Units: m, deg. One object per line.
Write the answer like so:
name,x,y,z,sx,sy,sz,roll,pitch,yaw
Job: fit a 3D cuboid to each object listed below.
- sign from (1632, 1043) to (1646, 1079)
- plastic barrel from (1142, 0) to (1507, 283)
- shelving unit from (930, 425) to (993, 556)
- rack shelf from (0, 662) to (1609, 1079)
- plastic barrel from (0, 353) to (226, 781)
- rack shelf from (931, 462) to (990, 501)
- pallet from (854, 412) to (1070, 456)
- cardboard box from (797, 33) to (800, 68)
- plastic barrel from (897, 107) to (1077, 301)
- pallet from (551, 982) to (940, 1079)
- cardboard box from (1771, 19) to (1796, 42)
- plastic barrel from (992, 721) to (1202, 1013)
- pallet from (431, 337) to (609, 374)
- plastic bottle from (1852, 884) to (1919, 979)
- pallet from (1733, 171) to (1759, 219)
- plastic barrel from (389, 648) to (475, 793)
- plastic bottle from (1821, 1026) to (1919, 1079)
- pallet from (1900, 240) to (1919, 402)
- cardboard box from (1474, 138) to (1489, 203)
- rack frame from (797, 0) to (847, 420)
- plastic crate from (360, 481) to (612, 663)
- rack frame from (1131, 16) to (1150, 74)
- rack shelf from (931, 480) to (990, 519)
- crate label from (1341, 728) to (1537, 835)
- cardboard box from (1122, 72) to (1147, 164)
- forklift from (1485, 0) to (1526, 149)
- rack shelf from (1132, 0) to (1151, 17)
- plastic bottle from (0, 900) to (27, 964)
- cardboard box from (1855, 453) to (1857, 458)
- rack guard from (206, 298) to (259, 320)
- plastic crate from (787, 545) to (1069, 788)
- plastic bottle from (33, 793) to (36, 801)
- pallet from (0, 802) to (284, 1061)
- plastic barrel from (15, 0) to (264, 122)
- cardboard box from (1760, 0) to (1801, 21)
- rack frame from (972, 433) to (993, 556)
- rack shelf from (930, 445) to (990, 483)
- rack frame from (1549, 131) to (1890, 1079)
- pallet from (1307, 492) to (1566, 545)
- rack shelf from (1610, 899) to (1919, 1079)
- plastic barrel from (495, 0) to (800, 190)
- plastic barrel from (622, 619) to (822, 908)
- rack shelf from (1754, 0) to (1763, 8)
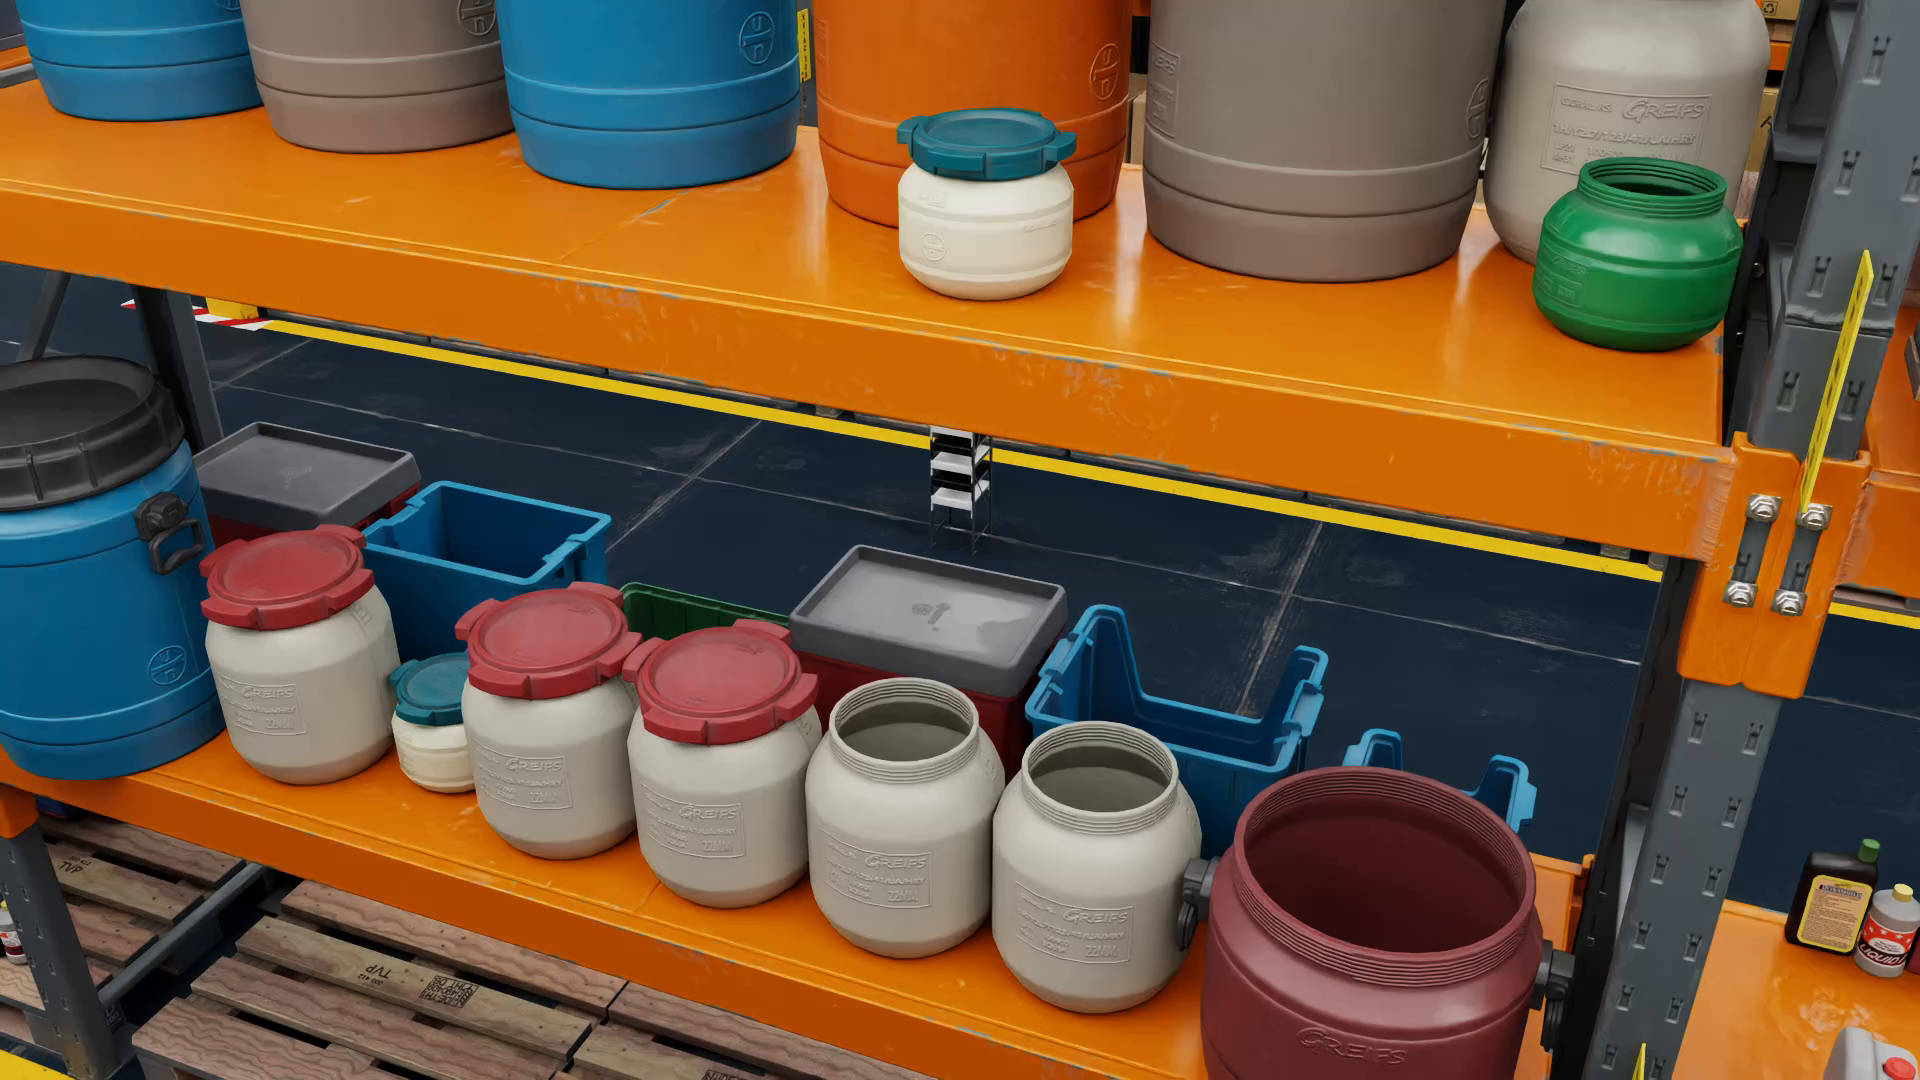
sign,1.109,0.992,2.781,0.005,0.325,0.100,11,31,19
plastic barrel,0.630,-0.964,2.849,0.600,0.901,0.600,0,29,0
shelving unit,0.008,-0.390,7.526,0.210,0.900,0.258,11,31,19
rack shelf,-0.544,0.754,4.099,4.000,0.370,1.077,11,31,19
plastic barrel,-2.153,0.062,4.082,0.708,0.901,0.600,11,31,19
rack shelf,0.008,-0.283,7.587,0.200,0.077,0.258,11,31,19
pallet,0.166,-0.855,9.047,1.213,0.211,1.003,11,31,19
cardboard box,-0.864,-2.466,8.303,0.250,0.149,0.380,11,31,19
plastic barrel,0.043,-0.564,2.791,0.301,0.262,0.301,0,29,0
pallet,-0.521,1.637,4.639,1.213,0.211,1.003,11,31,19
cardboard box,5.482,-3.389,10.932,0.250,0.149,0.380,12,32,20
plastic barrel,0.276,0.669,3.404,0.421,0.512,0.421,0,29,0
pallet,-2.387,-1.364,9.949,1.213,0.211,1.003,11,31,19
plastic bottle,1.945,0.807,3.475,0.097,0.201,0.097,0,29,0
pallet,3.830,-1.270,7.144,1.003,0.211,1.213,11,31,19
plastic barrel,-1.228,0.446,4.053,0.301,0.262,0.301,0,29,0
plastic bottle,1.646,1.023,3.018,0.135,0.276,0.152,11,31,19
pallet,1.981,-0.227,2.246,1.213,0.211,1.003,11,31,19
cardboard box,2.419,-1.662,7.733,0.500,0.311,0.500,11,31,19
rack frame,-0.531,-2.187,8.571,0.127,3.000,1.000,11,31,19
plastic crate,-1.258,0.140,4.470,0.575,0.384,0.392,11,31,19
rack frame,1.328,-4.446,12.568,0.127,3.000,1.000,11,31,19
rack shelf,0.008,-0.205,7.631,0.200,0.077,0.258,11,31,19
crate label,1.060,0.635,3.748,0.416,0.233,0.303,11,31,19
cardboard box,0.662,-1.984,8.109,0.500,0.500,0.500,14,32,23
forklift,3.121,-2.626,9.418,3.031,2.935,1.130,-15,33,-25
rack shelf,3.181,-3.763,12.091,4.000,0.370,1.077,11,31,19
plastic bottle,-2.851,1.172,5.024,0.097,0.201,0.097,0,29,0
cardboard box,3.977,-0.242,7.222,0.500,0.500,0.500,10,31,17
rack guard,-4.260,-1.843,10.503,0.348,0.500,1.175,11,31,19
plastic crate,-0.073,0.345,4.027,0.583,0.464,0.402,11,31,19
plastic bottle,-3.169,0.757,5.688,0.097,0.271,0.097,0,29,0
pallet,-3.004,1.142,5.516,1.213,0.211,1.003,11,31,19
plastic barrel,-1.844,-1.458,3.723,0.708,0.901,0.600,11,31,19
cardboard box,5.388,-3.682,10.791,0.500,0.500,0.500,12,32,21
rack frame,0.102,-0.371,7.493,0.006,0.900,0.240,11,31,19
rack shelf,0.008,-0.361,7.542,0.200,0.077,0.258,11,31,19
rack frame,1.309,0.811,3.267,0.127,3.000,1.000,11,31,19
pallet,2.427,-0.403,8.249,1.213,0.211,1.003,11,31,19
rack shelf,3.163,1.494,2.789,4.000,0.370,1.077,11,31,19
plastic barrel,-0.632,-1.216,3.295,0.708,0.901,0.600,11,31,19
plastic barrel,-0.512,0.504,3.671,0.433,0.535,0.433,0,29,0
rack shelf,5.028,-2.070,6.046,4.000,0.370,1.077,11,31,19
